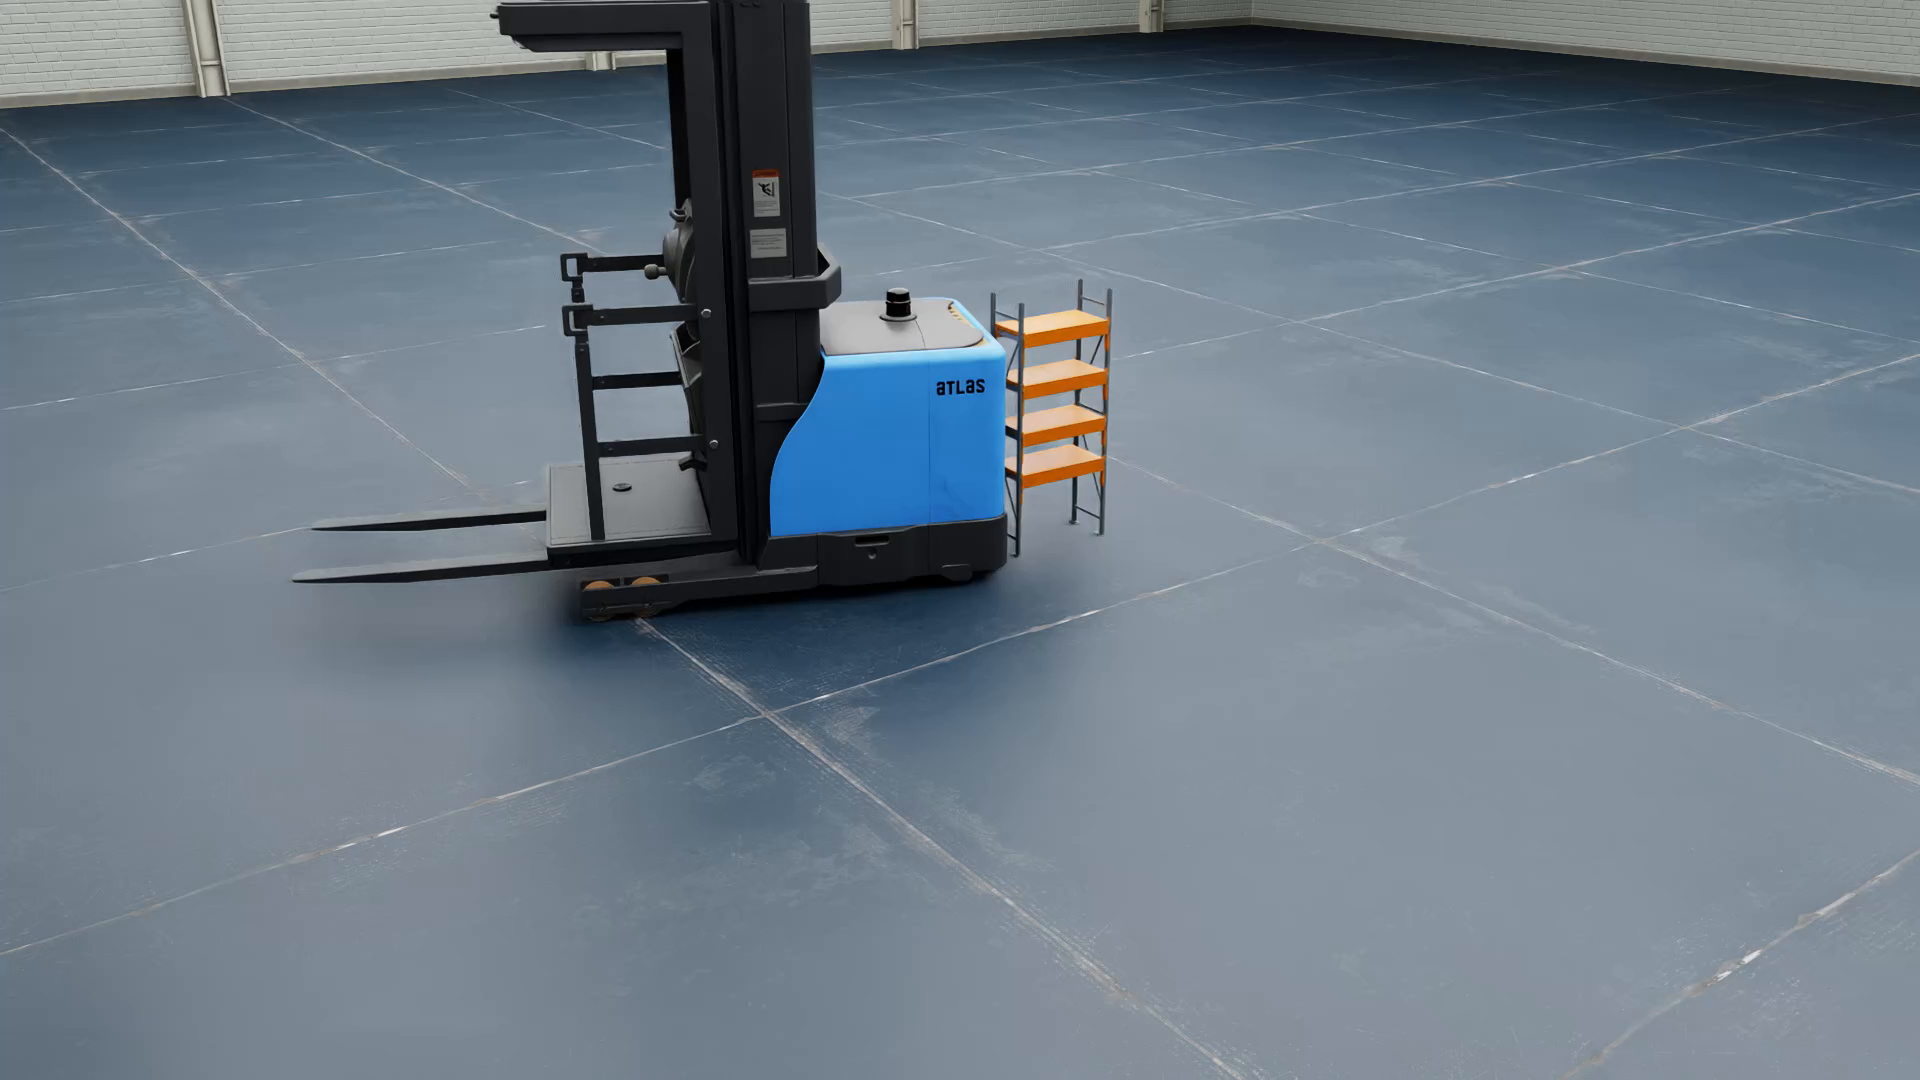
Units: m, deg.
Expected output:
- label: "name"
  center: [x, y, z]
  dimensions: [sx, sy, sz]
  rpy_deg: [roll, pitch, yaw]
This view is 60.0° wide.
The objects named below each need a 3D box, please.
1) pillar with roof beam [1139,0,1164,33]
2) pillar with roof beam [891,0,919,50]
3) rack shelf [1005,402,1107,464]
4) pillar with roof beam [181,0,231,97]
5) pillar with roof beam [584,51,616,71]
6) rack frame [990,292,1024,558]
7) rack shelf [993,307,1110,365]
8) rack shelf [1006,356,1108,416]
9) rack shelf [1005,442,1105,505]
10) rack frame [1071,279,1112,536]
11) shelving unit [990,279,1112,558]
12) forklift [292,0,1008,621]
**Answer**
- label: "pillar with roof beam"
  center: [6.381, -13.185, 28.797]
  dimensions: [0.400, 9.000, 9.100]
  rpy_deg: [-15, 26, -33]
- label: "pillar with roof beam"
  center: [1.510, -11.886, 25.542]
  dimensions: [0.400, 9.000, 9.100]
  rpy_deg: [-15, 26, -33]
- label: "rack shelf"
  center: [0.412, -0.501, 7.715]
  dimensions: [0.480, 0.148, 0.258]
  rpy_deg: [-14, 26, -31]
- label: "pillar with roof beam"
  center: [-8.231, -9.289, 19.033]
  dimensions: [0.400, 9.000, 9.100]
  rpy_deg: [-15, 26, -33]
- label: "pillar with roof beam"
  center: [-3.360, -10.588, 22.288]
  dimensions: [0.400, 9.000, 9.100]
  rpy_deg: [-15, 26, -33]
- label: "rack frame"
  center: [0.208, -0.514, 7.565]
  dimensions: [0.015, 1.200, 0.240]
  rpy_deg: [-14, 26, -31]
- label: "rack shelf"
  center: [0.412, -0.929, 7.544]
  dimensions: [0.480, 0.148, 0.258]
  rpy_deg: [-14, 26, -31]
- label: "rack shelf"
  center: [0.412, -0.709, 7.632]
  dimensions: [0.480, 0.148, 0.258]
  rpy_deg: [-14, 26, -31]
- label: "rack shelf"
  center: [0.412, -0.317, 7.788]
  dimensions: [0.480, 0.148, 0.258]
  rpy_deg: [-14, 26, -31]
- label: "rack frame"
  center: [0.616, -0.613, 7.814]
  dimensions: [0.015, 1.200, 0.240]
  rpy_deg: [-14, 26, -31]
- label: "shelving unit"
  center: [0.412, -0.564, 7.690]
  dimensions: [0.503, 1.200, 0.258]
  rpy_deg: [-14, 26, -31]
- label: "forklift"
  center: [-1.362, -1.233, 7.031]
  dimensions: [3.031, 2.935, 1.130]
  rpy_deg: [-5, 22, -12]
